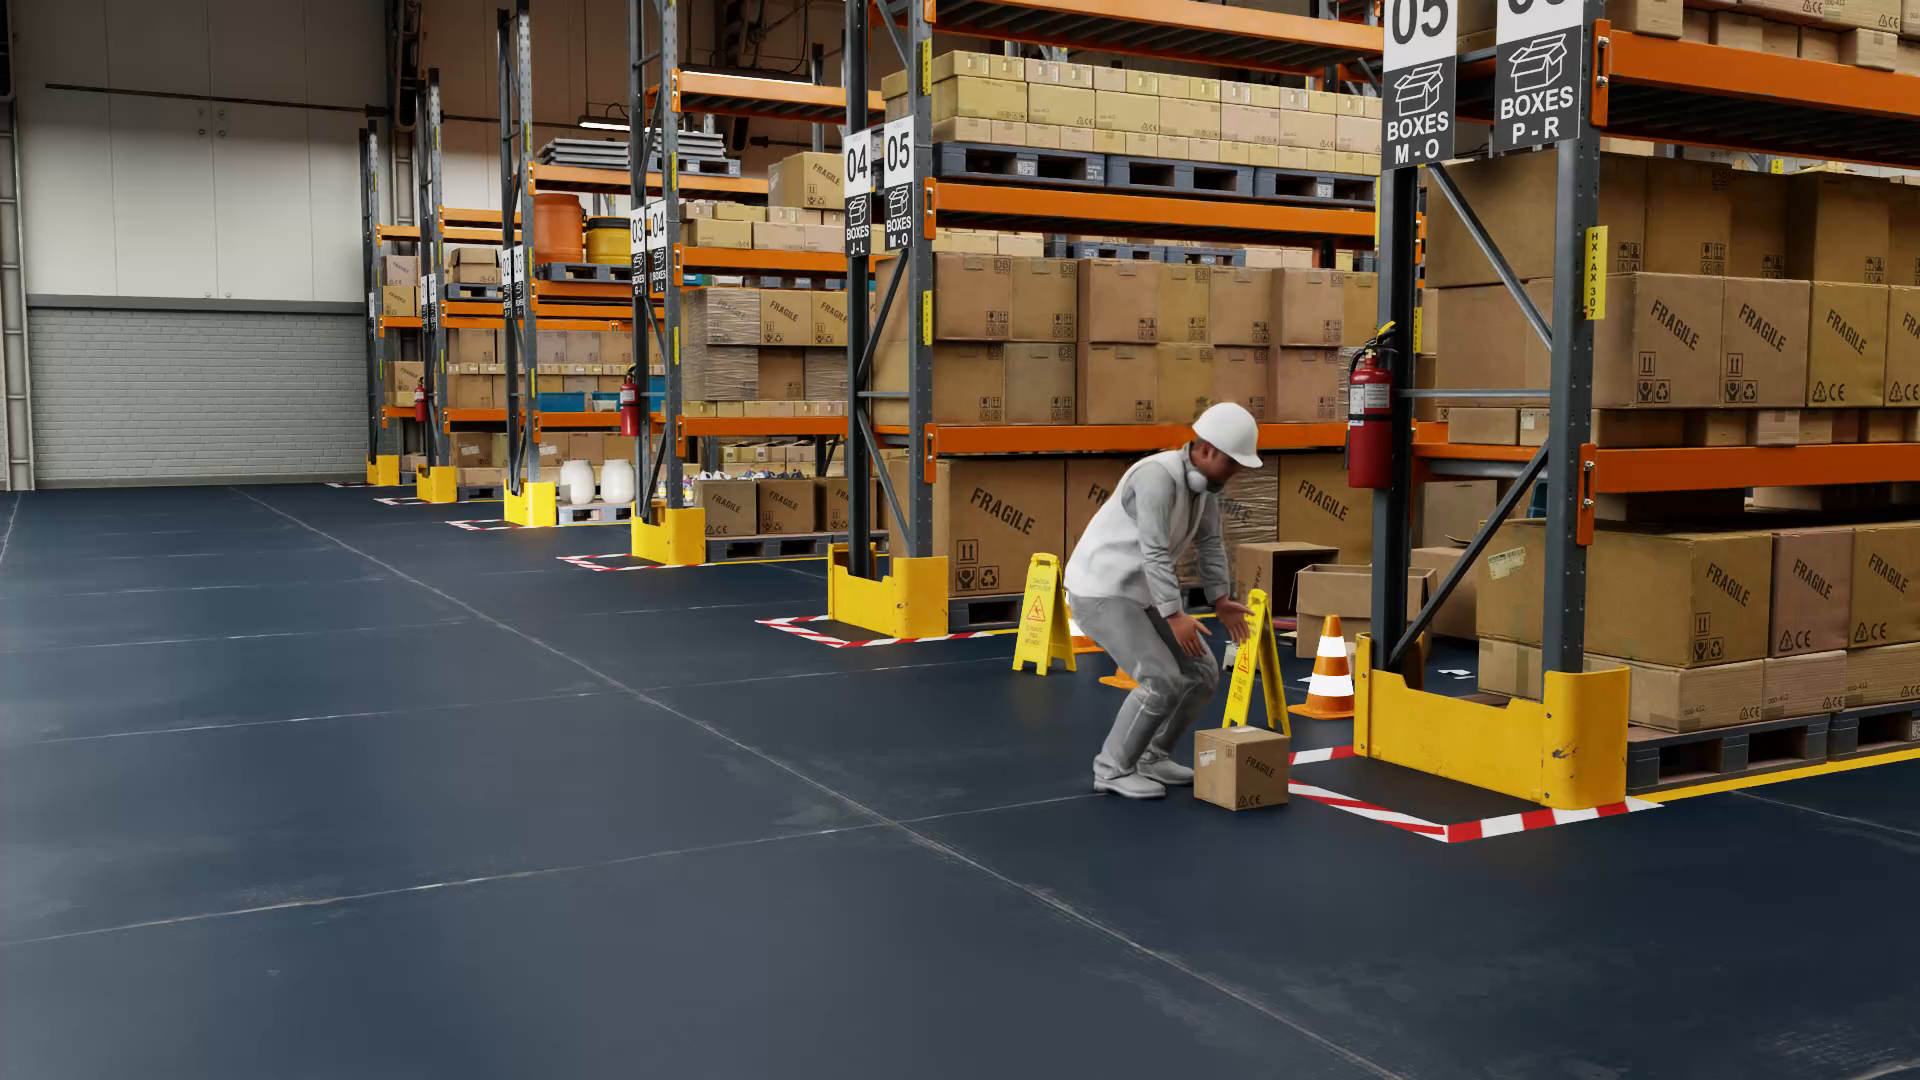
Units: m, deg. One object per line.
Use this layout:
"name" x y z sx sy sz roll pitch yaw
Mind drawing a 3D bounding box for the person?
"person" 0.784 0.217 6.333 0.734 1.478 0.591 3 6 34
